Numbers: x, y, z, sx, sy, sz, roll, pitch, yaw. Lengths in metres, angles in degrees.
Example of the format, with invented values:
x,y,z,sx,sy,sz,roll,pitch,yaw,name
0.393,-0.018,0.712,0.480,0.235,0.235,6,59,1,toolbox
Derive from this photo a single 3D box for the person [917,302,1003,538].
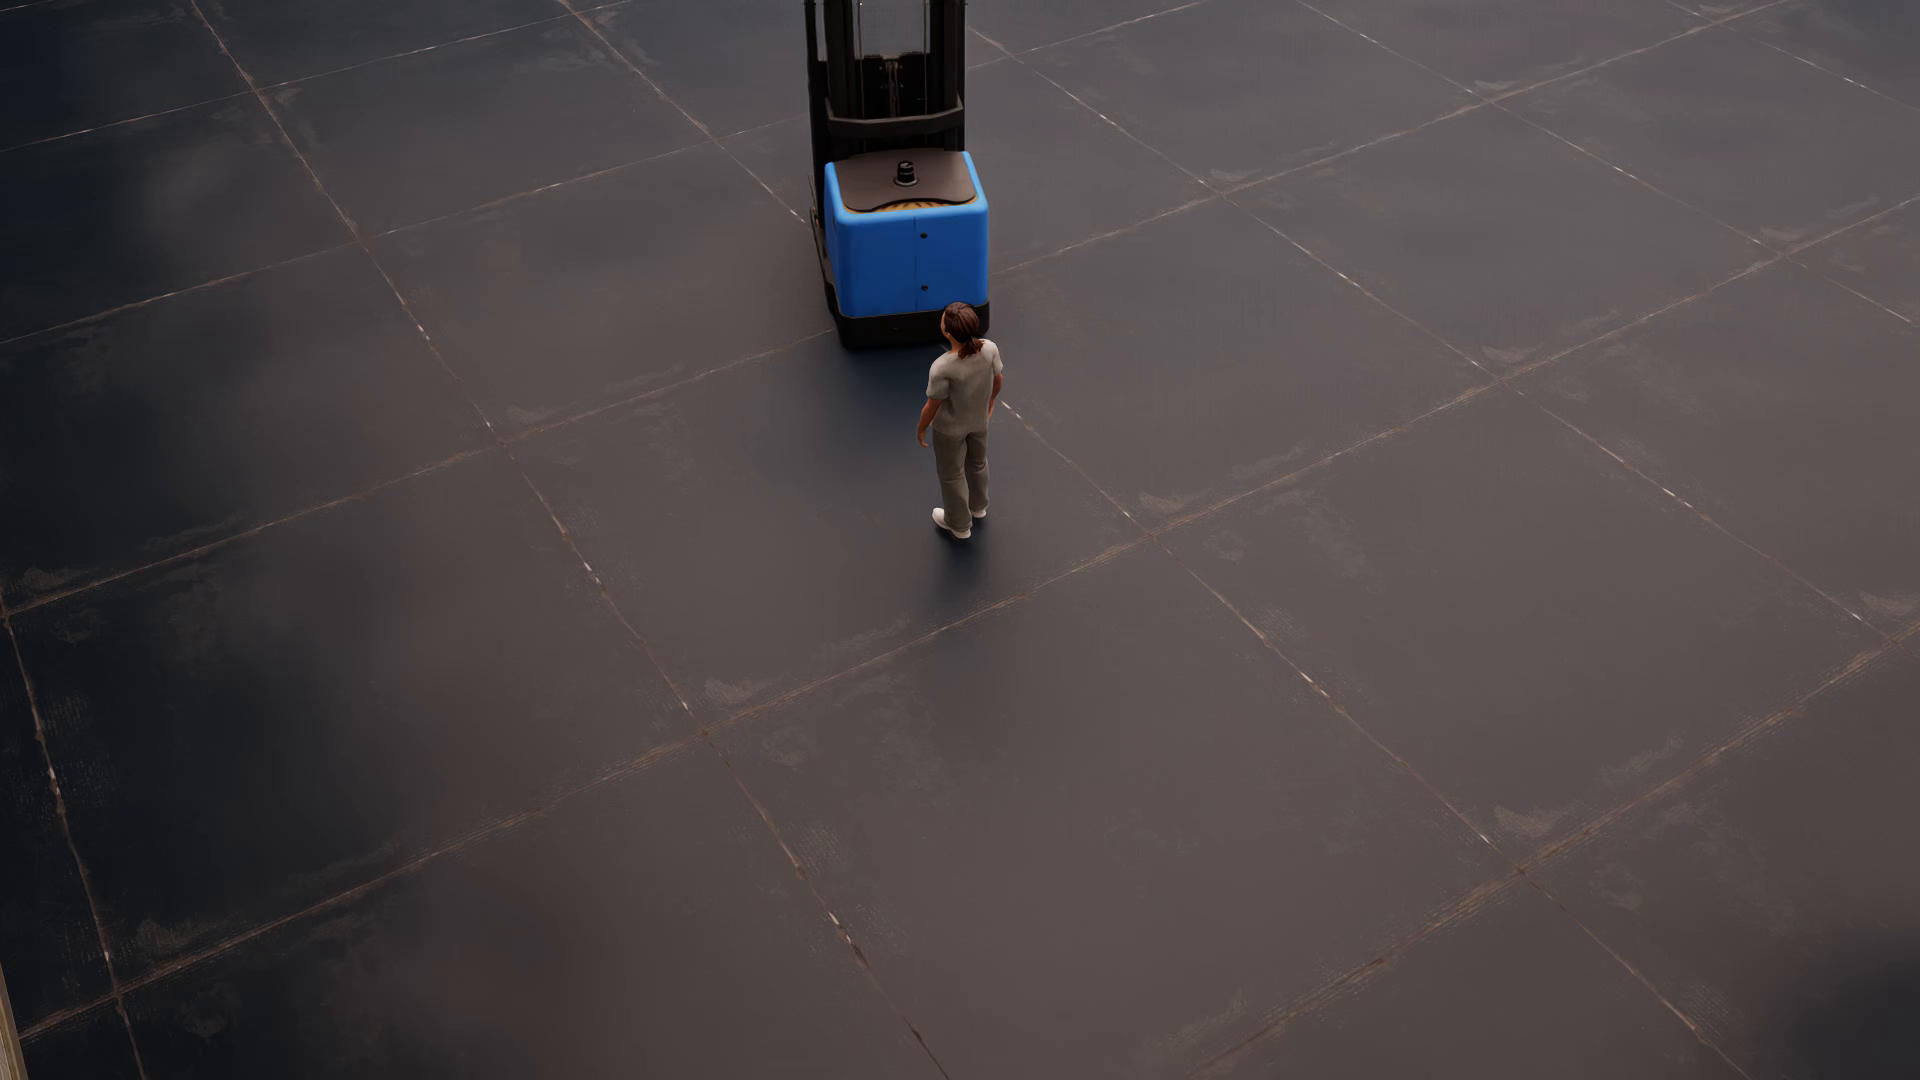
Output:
x,y,z,sx,sy,sz,roll,pitch,yaw,name
-0.028,-0.709,9.571,0.549,1.662,0.547,-23,46,-24,person

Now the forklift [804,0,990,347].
x,y,z,sx,sy,sz,roll,pitch,yaw,name
-0.552,-3.414,11.777,1.130,2.935,3.031,-6,42,-7,forklift
